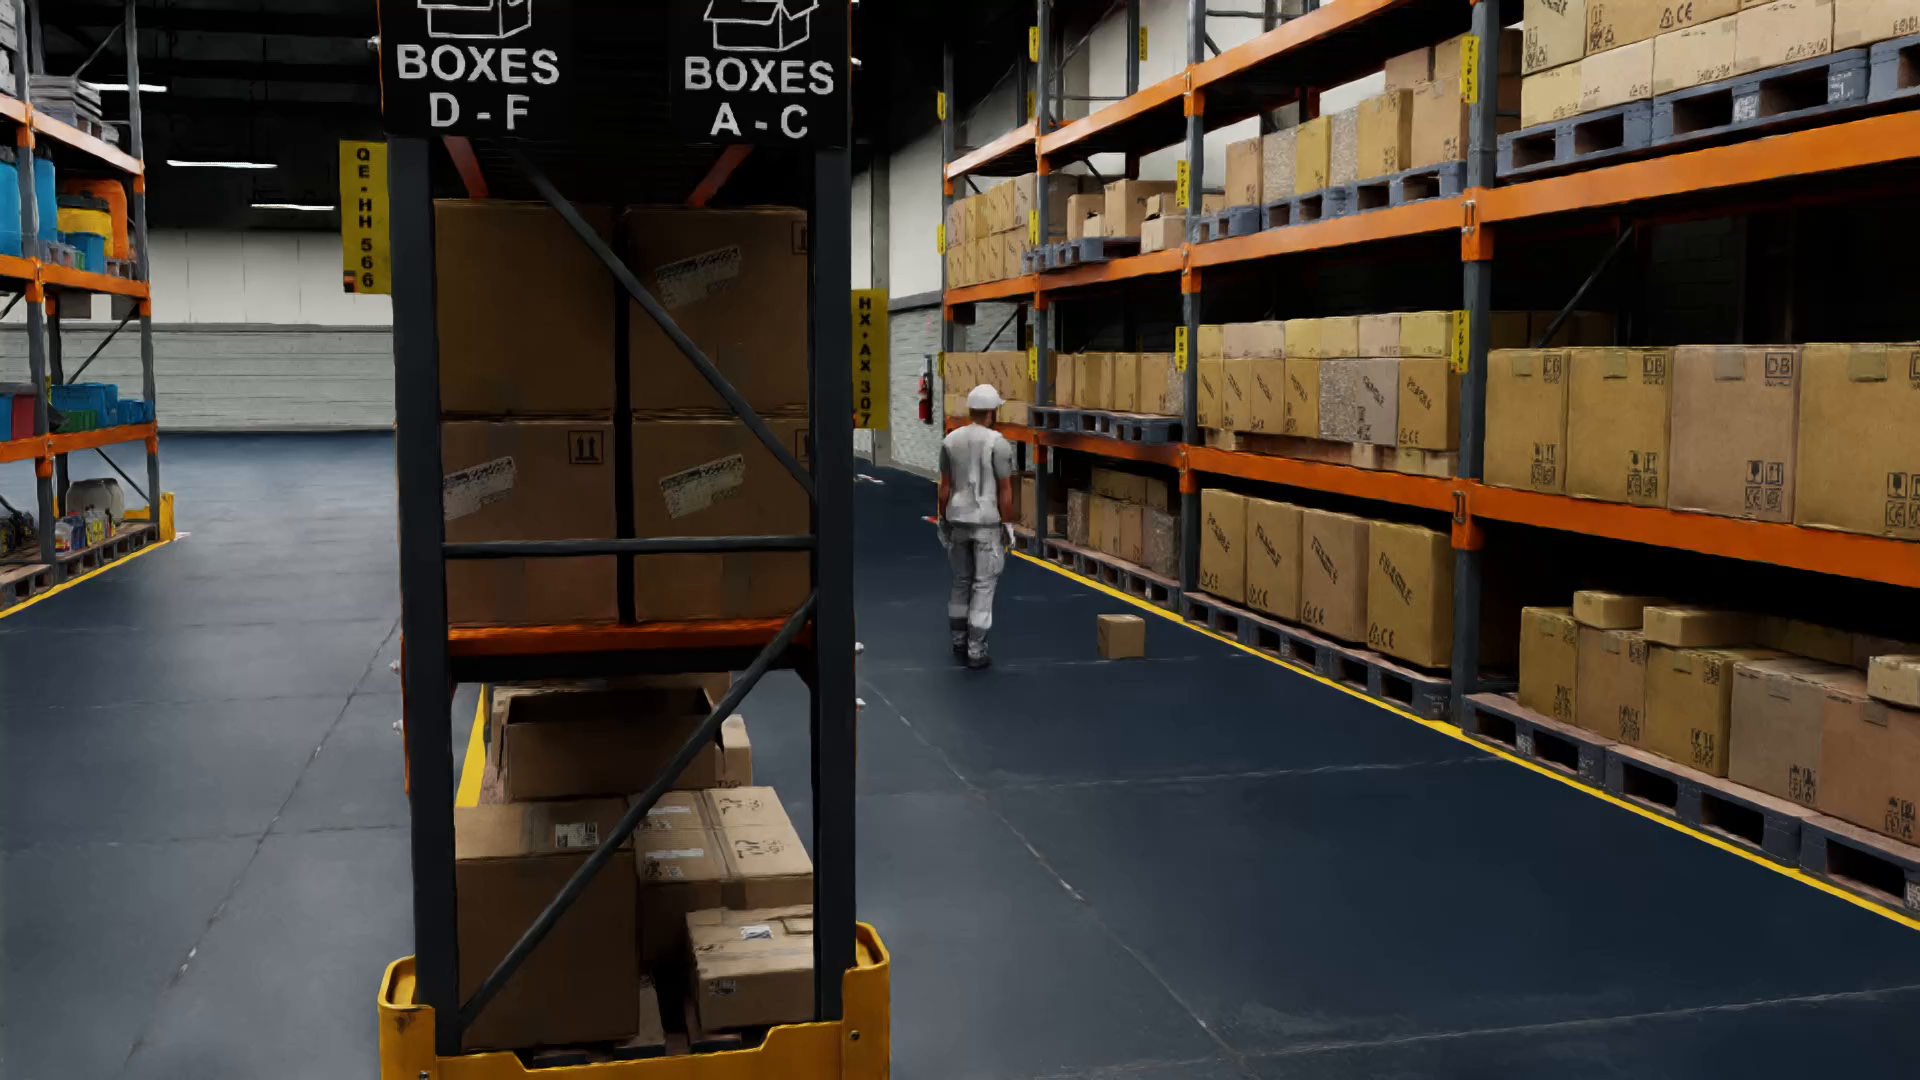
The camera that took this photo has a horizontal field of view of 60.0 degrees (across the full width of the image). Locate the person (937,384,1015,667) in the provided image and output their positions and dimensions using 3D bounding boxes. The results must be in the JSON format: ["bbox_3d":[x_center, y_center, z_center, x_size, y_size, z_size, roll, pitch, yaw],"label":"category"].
[{"bbox_3d":[0.172,-0.111,10.747,0.581,1.789,0.608,4,7,31],"label":"person"}]
